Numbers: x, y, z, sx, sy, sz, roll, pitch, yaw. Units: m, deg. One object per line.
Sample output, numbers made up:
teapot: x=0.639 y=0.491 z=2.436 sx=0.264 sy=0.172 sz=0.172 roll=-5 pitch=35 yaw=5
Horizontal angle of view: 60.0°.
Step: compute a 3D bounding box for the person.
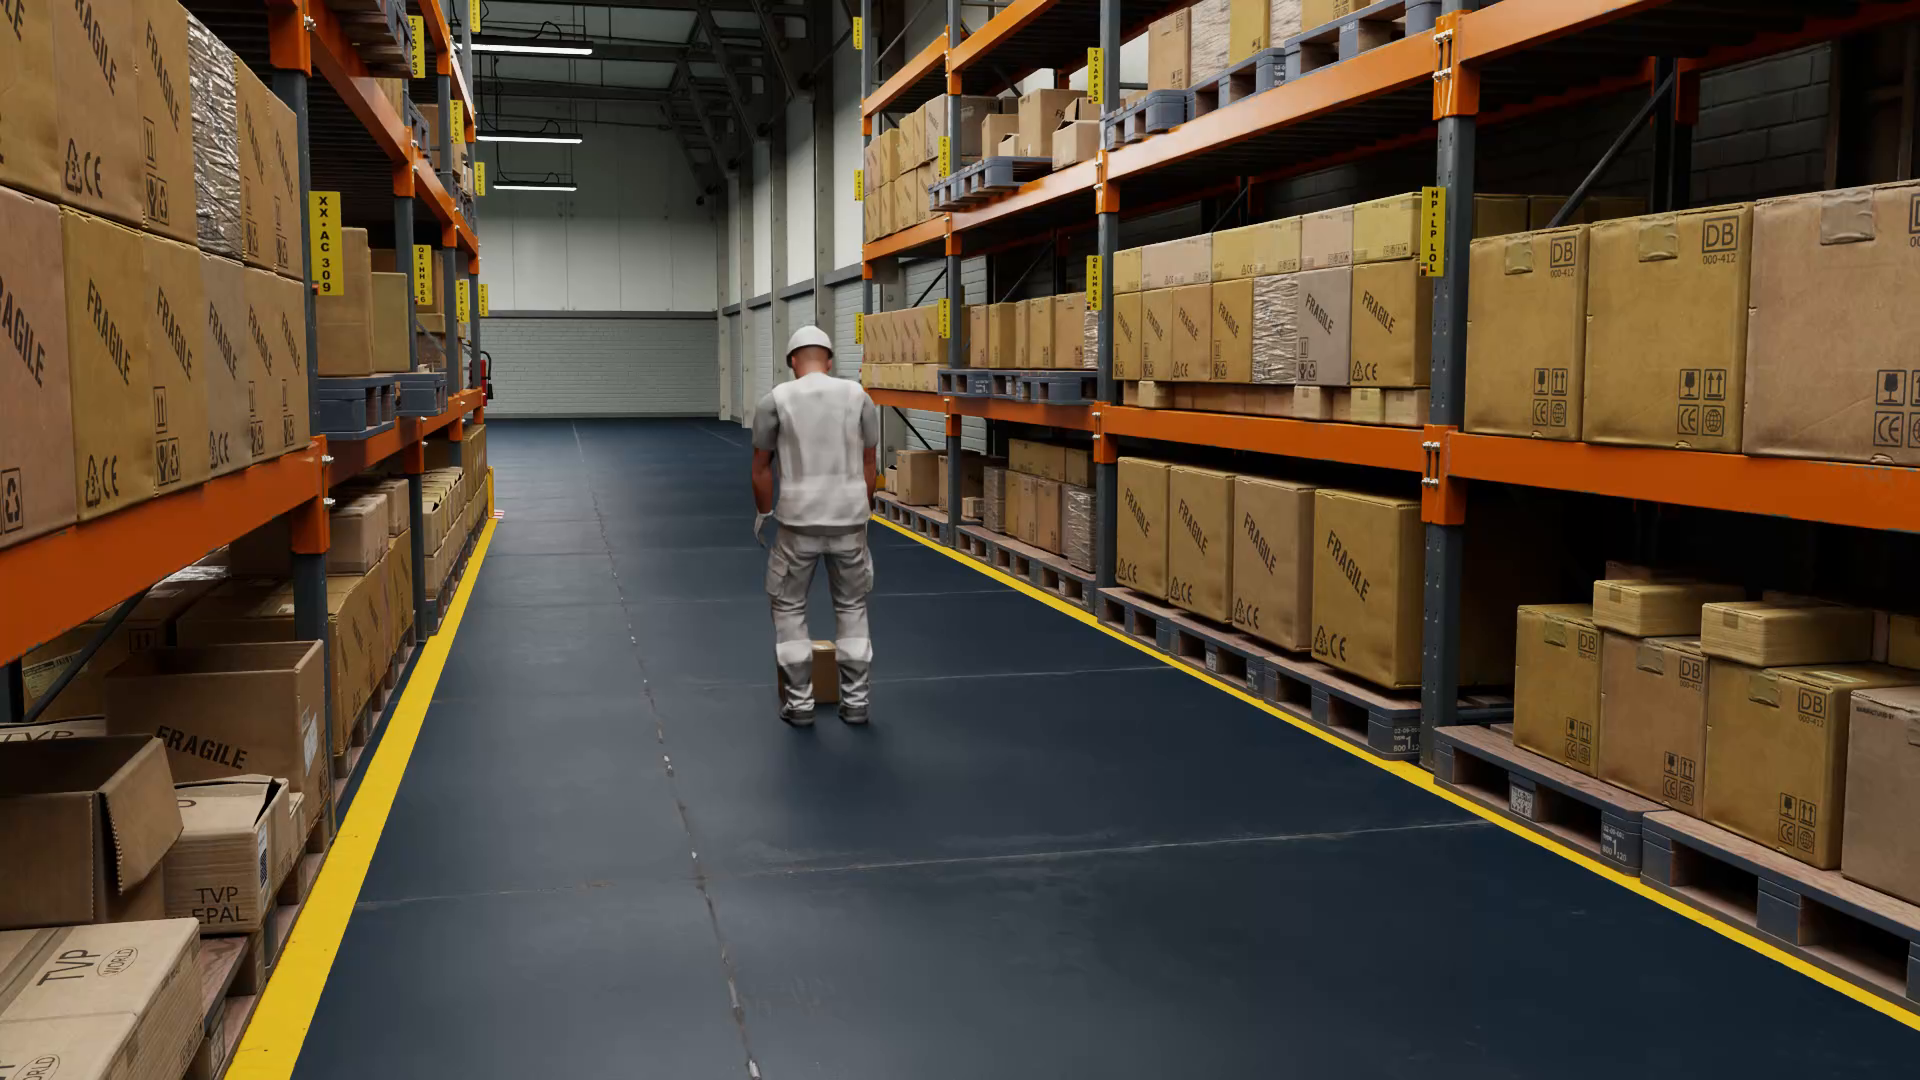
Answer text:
person: x=-0.633 y=-0.067 z=7.229 sx=0.547 sy=1.724 sz=0.477 roll=-1 pitch=6 yaw=-12
